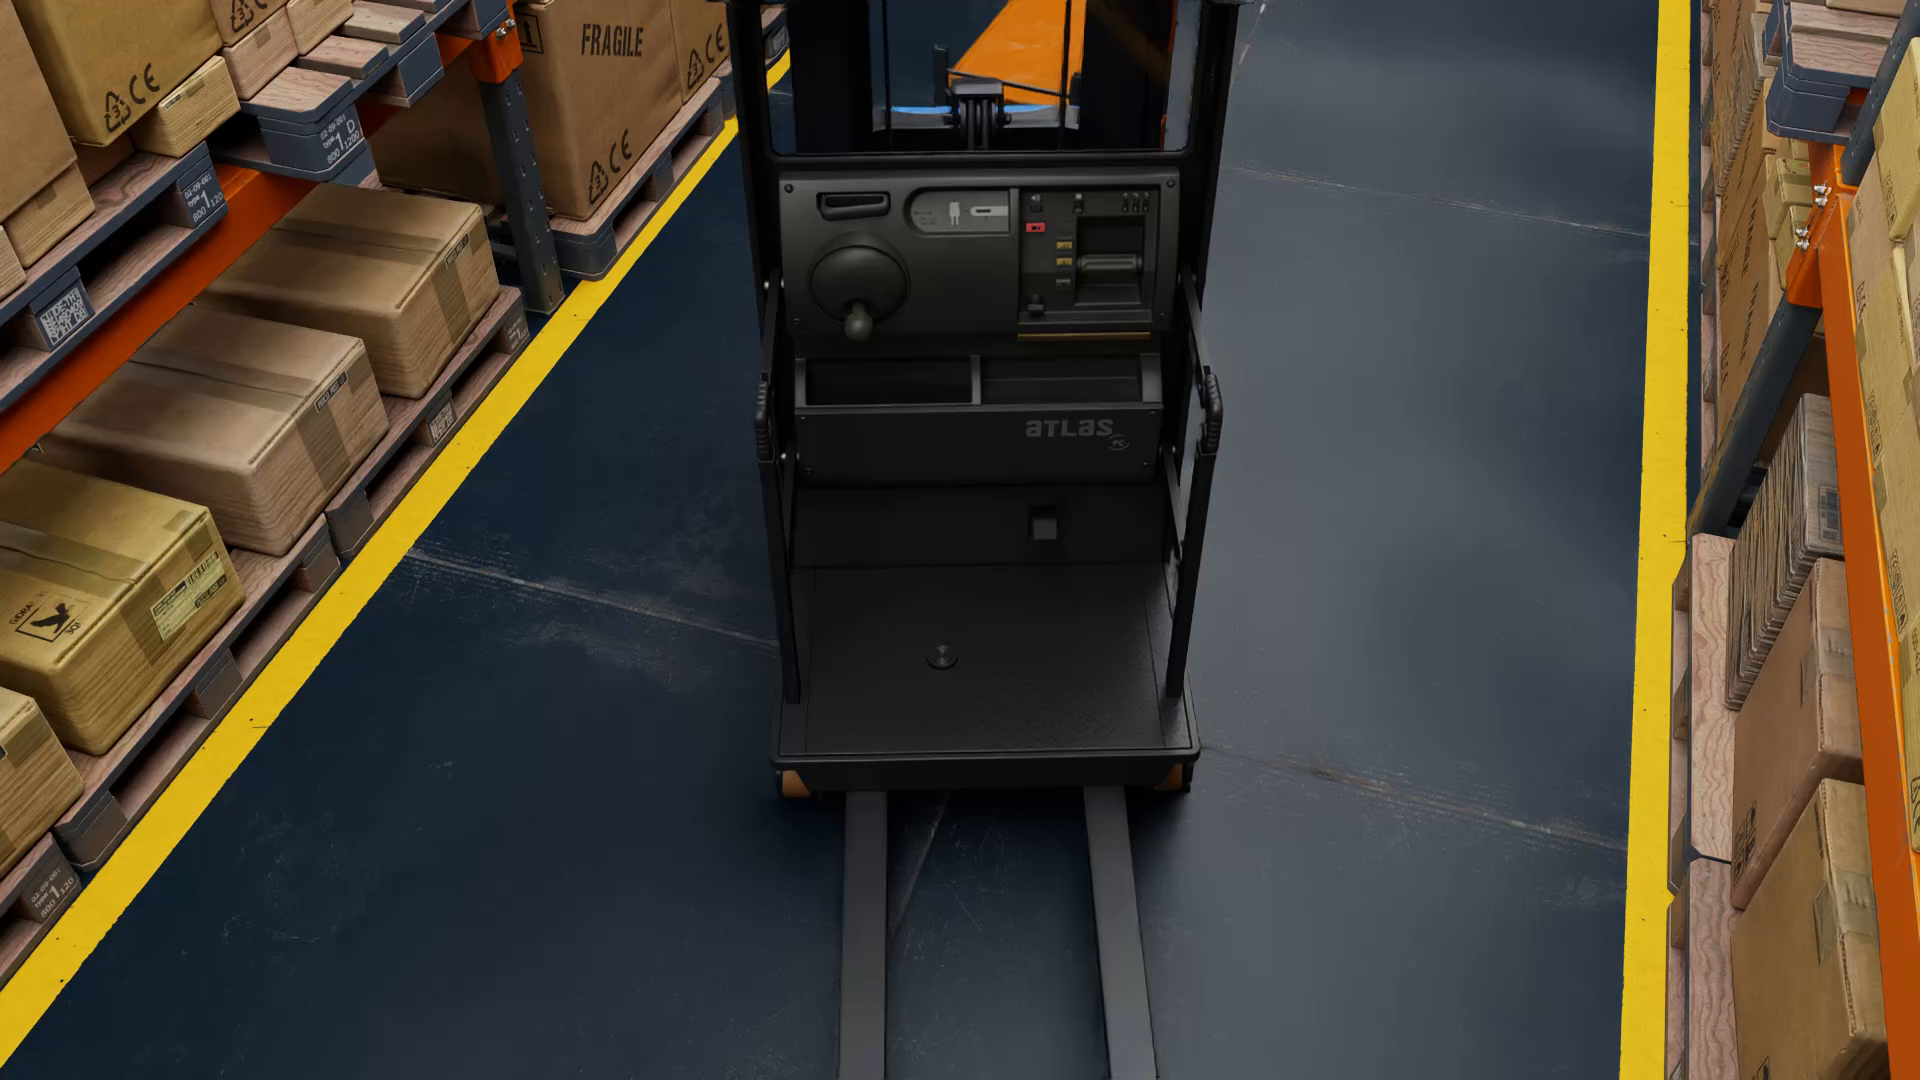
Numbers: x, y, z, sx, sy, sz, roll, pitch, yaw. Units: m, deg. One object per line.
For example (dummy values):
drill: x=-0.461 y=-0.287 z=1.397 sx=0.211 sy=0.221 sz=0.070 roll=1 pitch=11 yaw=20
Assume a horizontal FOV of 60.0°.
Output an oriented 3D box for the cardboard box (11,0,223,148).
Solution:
cardboard box: x=-2.126 y=-1.278 z=3.827 sx=0.500 sy=0.500 sz=0.500 roll=10 pitch=45 yaw=10

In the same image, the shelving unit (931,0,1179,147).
shelving unit: x=0.345 y=-1.418 z=5.895 sx=0.538 sy=1.125 sz=1.048 roll=16 pitch=47 yaw=16

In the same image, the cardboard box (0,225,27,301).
cardboard box: x=-2.277 y=-0.590 z=3.588 sx=0.380 sy=0.149 sz=0.250 roll=14 pitch=46 yaw=14

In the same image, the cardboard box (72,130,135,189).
cardboard box: x=-2.226 y=-0.959 z=3.965 sx=0.380 sy=0.149 sz=0.250 roll=13 pitch=46 yaw=13

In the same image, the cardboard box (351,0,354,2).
cardboard box: x=-1.843 y=-1.630 z=4.650 sx=0.380 sy=0.149 sz=0.250 roll=13 pitch=46 yaw=13

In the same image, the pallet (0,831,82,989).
pallet: x=-2.933 y=1.112 z=3.963 sx=1.003 sy=0.211 sz=1.213 roll=13 pitch=46 yaw=13

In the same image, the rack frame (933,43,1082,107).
rack frame: x=0.151 y=-1.089 z=5.559 sx=0.500 sy=1.125 sz=0.032 roll=16 pitch=47 yaw=16

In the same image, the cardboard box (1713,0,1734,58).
cardboard box: x=3.475 y=-2.274 z=6.916 sx=0.500 sy=0.500 sz=0.500 roll=12 pitch=46 yaw=12

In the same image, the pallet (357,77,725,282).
pallet: x=-1.645 y=-1.545 z=6.678 sx=1.003 sy=0.211 sz=1.213 roll=13 pitch=46 yaw=13

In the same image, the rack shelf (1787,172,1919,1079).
rack shelf: x=2.171 y=0.607 z=2.999 sx=1.077 sy=0.370 sz=4.000 roll=13 pitch=46 yaw=13

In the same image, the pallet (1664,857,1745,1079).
pallet: x=2.118 y=1.365 z=3.704 sx=1.003 sy=0.211 sz=1.213 roll=13 pitch=46 yaw=13

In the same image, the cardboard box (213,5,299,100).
cardboard box: x=-1.960 y=-1.286 z=4.299 sx=0.380 sy=0.149 sz=0.250 roll=11 pitch=45 yaw=11

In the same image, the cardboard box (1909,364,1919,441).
cardboard box: x=2.081 y=-0.185 z=3.045 sx=0.500 sy=0.250 sz=0.500 roll=11 pitch=46 yaw=11

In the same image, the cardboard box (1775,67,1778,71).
cardboard box: x=3.113 y=-1.732 z=5.899 sx=0.380 sy=0.149 sz=0.250 roll=11 pitch=45 yaw=11

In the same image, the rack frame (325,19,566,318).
rack frame: x=-1.956 y=-2.032 z=5.182 sx=1.000 sy=3.000 sz=0.127 roll=13 pitch=46 yaw=13

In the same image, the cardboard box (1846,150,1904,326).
cardboard box: x=2.409 y=-0.685 z=3.913 sx=0.500 sy=0.250 sz=0.500 roll=13 pitch=46 yaw=13

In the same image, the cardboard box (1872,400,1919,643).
cardboard box: x=2.103 y=-0.006 z=3.219 sx=0.500 sy=0.250 sz=0.500 roll=11 pitch=45 yaw=11

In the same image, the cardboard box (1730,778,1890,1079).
cardboard box: x=2.180 y=1.015 z=3.466 sx=0.875 sy=0.625 sz=0.625 roll=11 pitch=45 yaw=11

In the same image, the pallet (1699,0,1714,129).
pallet: x=3.777 y=-2.102 z=7.248 sx=1.003 sy=0.211 sz=1.213 roll=13 pitch=46 yaw=13

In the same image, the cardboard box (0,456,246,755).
cardboard box: x=-2.587 y=0.130 z=4.551 sx=0.950 sy=0.372 sz=0.625 roll=14 pitch=46 yaw=14

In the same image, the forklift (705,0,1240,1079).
forklift: x=0.054 y=-0.577 z=3.744 sx=1.130 sy=2.935 sz=3.031 roll=-1 pitch=44 yaw=-1

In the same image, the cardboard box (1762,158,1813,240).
cardboard box: x=2.738 y=-1.043 z=5.194 sx=0.380 sy=0.149 sz=0.250 roll=10 pitch=45 yaw=10

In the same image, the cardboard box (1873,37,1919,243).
cardboard box: x=2.385 y=-0.869 z=3.743 sx=0.500 sy=0.250 sz=0.500 roll=12 pitch=46 yaw=12

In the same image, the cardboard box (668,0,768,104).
cardboard box: x=-1.393 y=-2.459 z=6.837 sx=0.875 sy=0.875 sz=0.875 roll=13 pitch=46 yaw=13

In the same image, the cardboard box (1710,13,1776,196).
cardboard box: x=3.156 y=-1.598 z=6.225 sx=0.500 sy=0.500 sz=0.500 roll=11 pitch=45 yaw=11

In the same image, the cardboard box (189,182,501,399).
cardboard box: x=-2.136 y=-0.868 z=5.571 sx=0.950 sy=0.372 sz=0.625 roll=10 pitch=45 yaw=10

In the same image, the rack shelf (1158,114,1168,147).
rack shelf: x=0.345 y=-1.243 z=6.066 sx=0.538 sy=0.278 sz=1.000 roll=16 pitch=47 yaw=16

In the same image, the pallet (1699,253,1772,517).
pallet: x=3.038 y=-0.476 z=5.585 sx=1.003 sy=0.211 sz=1.213 roll=13 pitch=46 yaw=13

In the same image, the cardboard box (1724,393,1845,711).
cardboard box: x=2.574 y=0.129 z=4.372 sx=0.875 sy=0.625 sz=0.625 roll=14 pitch=46 yaw=14

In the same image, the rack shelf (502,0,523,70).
rack shelf: x=-1.350 y=-3.108 z=6.796 sx=1.077 sy=0.370 sz=4.000 roll=13 pitch=46 yaw=13

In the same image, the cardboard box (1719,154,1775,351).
cardboard box: x=2.861 y=-0.898 z=5.510 sx=0.500 sy=0.500 sz=0.500 roll=12 pitch=46 yaw=12

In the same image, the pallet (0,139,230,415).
pallet: x=-2.516 y=-0.635 z=3.891 sx=1.003 sy=0.211 sz=1.213 roll=13 pitch=46 yaw=13

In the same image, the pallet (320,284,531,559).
pallet: x=-2.194 y=-0.515 z=5.625 sx=1.003 sy=0.211 sz=1.213 roll=13 pitch=46 yaw=13
